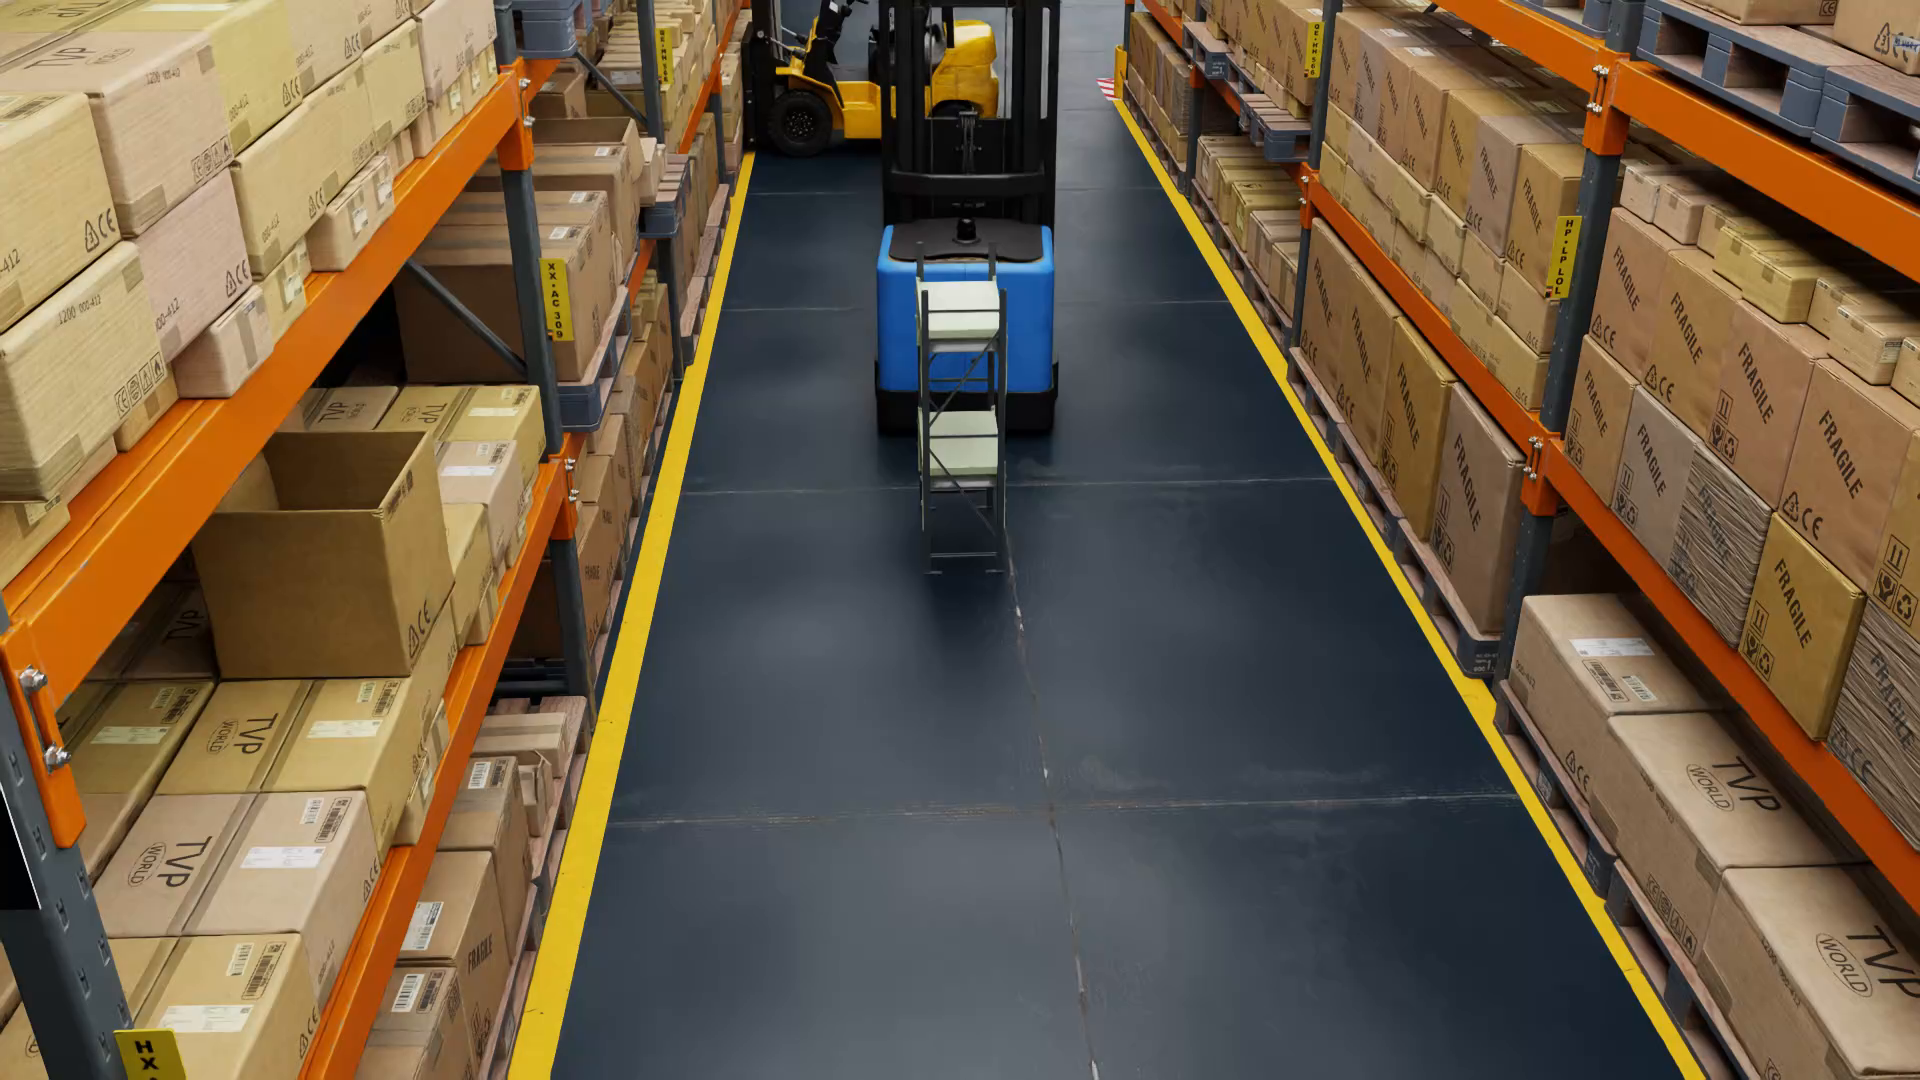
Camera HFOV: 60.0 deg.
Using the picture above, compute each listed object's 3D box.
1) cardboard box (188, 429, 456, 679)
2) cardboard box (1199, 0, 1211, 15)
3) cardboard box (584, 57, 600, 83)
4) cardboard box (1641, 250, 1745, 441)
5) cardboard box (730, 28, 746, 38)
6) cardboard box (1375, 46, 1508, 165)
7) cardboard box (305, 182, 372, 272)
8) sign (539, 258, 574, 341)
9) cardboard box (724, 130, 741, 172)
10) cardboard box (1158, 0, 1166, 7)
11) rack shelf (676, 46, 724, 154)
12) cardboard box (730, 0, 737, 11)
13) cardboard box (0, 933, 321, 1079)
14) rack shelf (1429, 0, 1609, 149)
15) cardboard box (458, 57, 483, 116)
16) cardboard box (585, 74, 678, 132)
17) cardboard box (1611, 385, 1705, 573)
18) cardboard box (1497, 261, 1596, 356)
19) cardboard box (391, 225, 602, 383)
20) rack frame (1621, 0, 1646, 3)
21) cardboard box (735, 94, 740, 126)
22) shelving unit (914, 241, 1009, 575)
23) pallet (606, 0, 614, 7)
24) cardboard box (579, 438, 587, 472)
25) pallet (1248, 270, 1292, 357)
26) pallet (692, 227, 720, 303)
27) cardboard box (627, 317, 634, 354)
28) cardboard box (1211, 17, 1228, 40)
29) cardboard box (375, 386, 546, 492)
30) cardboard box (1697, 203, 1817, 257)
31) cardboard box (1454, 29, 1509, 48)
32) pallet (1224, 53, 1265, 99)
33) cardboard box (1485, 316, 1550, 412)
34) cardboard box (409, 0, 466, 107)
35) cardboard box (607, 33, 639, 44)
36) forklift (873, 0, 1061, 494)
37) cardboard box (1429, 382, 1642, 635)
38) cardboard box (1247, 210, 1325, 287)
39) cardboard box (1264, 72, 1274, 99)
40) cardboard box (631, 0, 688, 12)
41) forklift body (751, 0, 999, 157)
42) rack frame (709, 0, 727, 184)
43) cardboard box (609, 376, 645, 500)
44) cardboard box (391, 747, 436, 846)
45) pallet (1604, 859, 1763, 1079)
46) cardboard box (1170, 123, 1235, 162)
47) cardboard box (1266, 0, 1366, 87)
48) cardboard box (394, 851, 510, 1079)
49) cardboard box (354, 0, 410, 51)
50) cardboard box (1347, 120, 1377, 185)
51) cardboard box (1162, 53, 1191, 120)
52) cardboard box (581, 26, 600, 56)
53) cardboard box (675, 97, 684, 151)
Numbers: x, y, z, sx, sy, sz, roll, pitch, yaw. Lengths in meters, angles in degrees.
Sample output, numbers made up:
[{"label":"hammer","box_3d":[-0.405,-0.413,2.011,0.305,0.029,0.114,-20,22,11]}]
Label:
[{"label":"cardboard box","box_3d":[-1.702,0.029,4.480,0.500,0.500,0.500,-1,28,-1]},{"label":"cardboard box","box_3d":[2.199,-4.466,13.186,0.500,0.500,0.500,-1,28,-1]},{"label":"cardboard box","box_3d":[-2.616,-2.951,10.785,0.500,0.250,0.500,-1,28,-2]},{"label":"cardboard box","box_3d":[2.682,-0.661,5.585,0.500,0.500,0.500,-2,28,-3]},{"label":"cardboard box","box_3d":[-2.300,-4.790,16.128,0.500,0.250,0.500,-1,28,-2]},{"label":"cardboard box","box_3d":[2.499,-2.266,8.662,0.500,0.500,0.500,-1,28,-1]},{"label":"cardboard box","box_3d":[-1.636,-0.746,3.964,0.380,0.149,0.250,-1,28,-3]},{"label":"sign","box_3d":[-1.536,-0.912,6.319,0.100,0.325,0.005,-1,28,-3]},{"label":"cardboard box","box_3d":[-2.190,-3.404,14.553,0.500,0.250,0.500,-1,28,-2]},{"label":"cardboard box","box_3d":[2.051,-5.063,15.485,0.380,0.149,0.250,-1,28,-2]},{"label":"rack shelf","box_3d":[-2.391,-2.963,11.966,1.077,0.370,4.000,-1,28,-3]},{"label":"cardboard box","box_3d":[-2.334,-5.168,15.307,0.500,0.500,0.500,-1,28,-2]},{"label":"cardboard box","box_3d":[-1.623,1.054,3.325,0.500,0.250,0.500,-1,28,-2]},{"label":"rack shelf","box_3d":[2.775,-2.568,7.963,1.077,0.370,4.000,-1,28,-3]},{"label":"cardboard box","box_3d":[-1.754,-1.458,5.330,0.380,0.149,0.250,-1,28,-3]},{"label":"cardboard box","box_3d":[-2.041,-2.725,10.353,0.500,0.250,0.500,-1,28,-3]},{"label":"cardboard box","box_3d":[2.664,-0.222,5.823,0.500,0.500,0.500,-1,28,-2]},{"label":"cardboard box","box_3d":[2.613,-0.986,7.018,0.500,0.250,0.500,-1,28,-3]},{"label":"cardboard box","box_3d":[-1.880,-0.971,6.805,0.700,0.500,0.500,-1,28,-1]},{"label":"rack frame","box_3d":[2.879,-3.293,5.333,1.000,3.000,0.127,-1,28,-3]},{"label":"cardboard box","box_3d":[-2.241,-3.858,14.882,0.500,0.250,0.500,-2,28,-3]},{"label":"shelving unit","box_3d":[0.000,-0.668,8.409,0.431,1.500,0.755,-1,28,-3]},{"label":"pallet","box_3d":[-2.099,-2.540,7.335,1.213,0.211,1.003,-1,28,-3]},{"label":"cardboard box","box_3d":[-1.975,-0.419,7.858,0.380,0.149,0.250,-2,28,-4]},{"label":"pallet","box_3d":[2.631,-1.605,11.598,1.003,0.211,1.213,-1,28,-3]},{"label":"pallet","box_3d":[-2.351,-2.065,12.482,1.003,0.211,1.213,-1,28,-3]},{"label":"cardboard box","box_3d":[-2.025,-1.131,9.223,0.380,0.149,0.250,-1,28,-1]},{"label":"cardboard box","box_3d":[2.179,-4.024,13.039,0.380,0.149,0.250,-1,28,-2]},{"label":"cardboard box","box_3d":[-1.808,-0.347,6.013,0.500,0.250,0.500,-1,28,-1]},{"label":"cardboard box","box_3d":[2.721,-1.021,5.573,0.380,0.149,0.250,-2,28,-3]},{"label":"cardboard box","box_3d":[2.993,-2.499,9.108,0.500,0.500,0.500,-1,28,-2]},{"label":"pallet","box_3d":[2.526,-3.308,12.057,1.003,0.211,1.213,-1,28,-3]},{"label":"cardboard box","box_3d":[2.604,-0.767,7.140,0.500,0.250,0.500,-2,28,-4]},{"label":"cardboard box","box_3d":[-1.765,-1.450,4.884,0.500,0.250,0.500,-2,28,-4]},{"label":"cardboard box","box_3d":[-2.090,-3.207,10.845,0.380,0.149,0.250,-1,28,-2]},{"label":"forklift","box_3d":[8.963,-1.539,8.310,19.036,3.140,7.410,1,28,1]},{"label":"cardboard box","box_3d":[2.767,-0.161,7.659,0.875,0.875,0.875,-1,28,-1]},{"label":"cardboard box","box_3d":[2.604,-2.103,11.926,0.950,0.372,0.625,-2,28,-4]},{"label":"cardboard box","box_3d":[2.269,-3.054,11.180,0.380,0.149,0.250,-3,28,-5]},{"label":"cardboard box","box_3d":[-2.160,-3.796,11.975,0.380,0.149,0.250,-1,28,-2]},{"label":"forklift body","box_3d":[-0.783,-4.845,15.714,2.313,2.155,1.214,-1,28,-3]},{"label":"rack frame","box_3d":[-2.495,-4.206,13.570,1.000,3.000,0.127,-1,28,-3]},{"label":"cardboard box","box_3d":[-1.958,-0.534,8.779,0.500,0.500,0.500,-2,28,-4]},{"label":"cardboard box","box_3d":[-1.630,0.693,4.450,0.380,0.149,0.250,-2,28,-4]},{"label":"pallet","box_3d":[2.907,1.521,5.605,1.003,0.211,1.213,-1,28,-3]},{"label":"cardboard box","box_3d":[2.162,-3.561,14.853,0.500,0.250,0.500,0,28,0]},{"label":"cardboard box","box_3d":[2.331,-3.284,10.920,0.500,0.500,0.500,-2,28,-3]},{"label":"cardboard box","box_3d":[-1.740,1.331,5.203,0.500,0.500,0.500,-1,28,-2]},{"label":"cardboard box","box_3d":[-1.758,-1.433,4.310,0.500,0.250,0.500,-1,28,-2]},{"label":"cardboard box","box_3d":[2.476,-2.157,9.263,0.500,0.250,0.500,-1,28,-1]},{"label":"cardboard box","box_3d":[2.134,-4.129,15.130,0.500,0.500,0.500,-1,28,-2]},{"label":"cardboard box","box_3d":[-2.602,-3.309,11.042,0.380,0.149,0.250,-2,28,-3]},{"label":"cardboard box","box_3d":[-2.087,-2.735,10.913,0.500,0.250,0.500,-2,28,-4]}]
